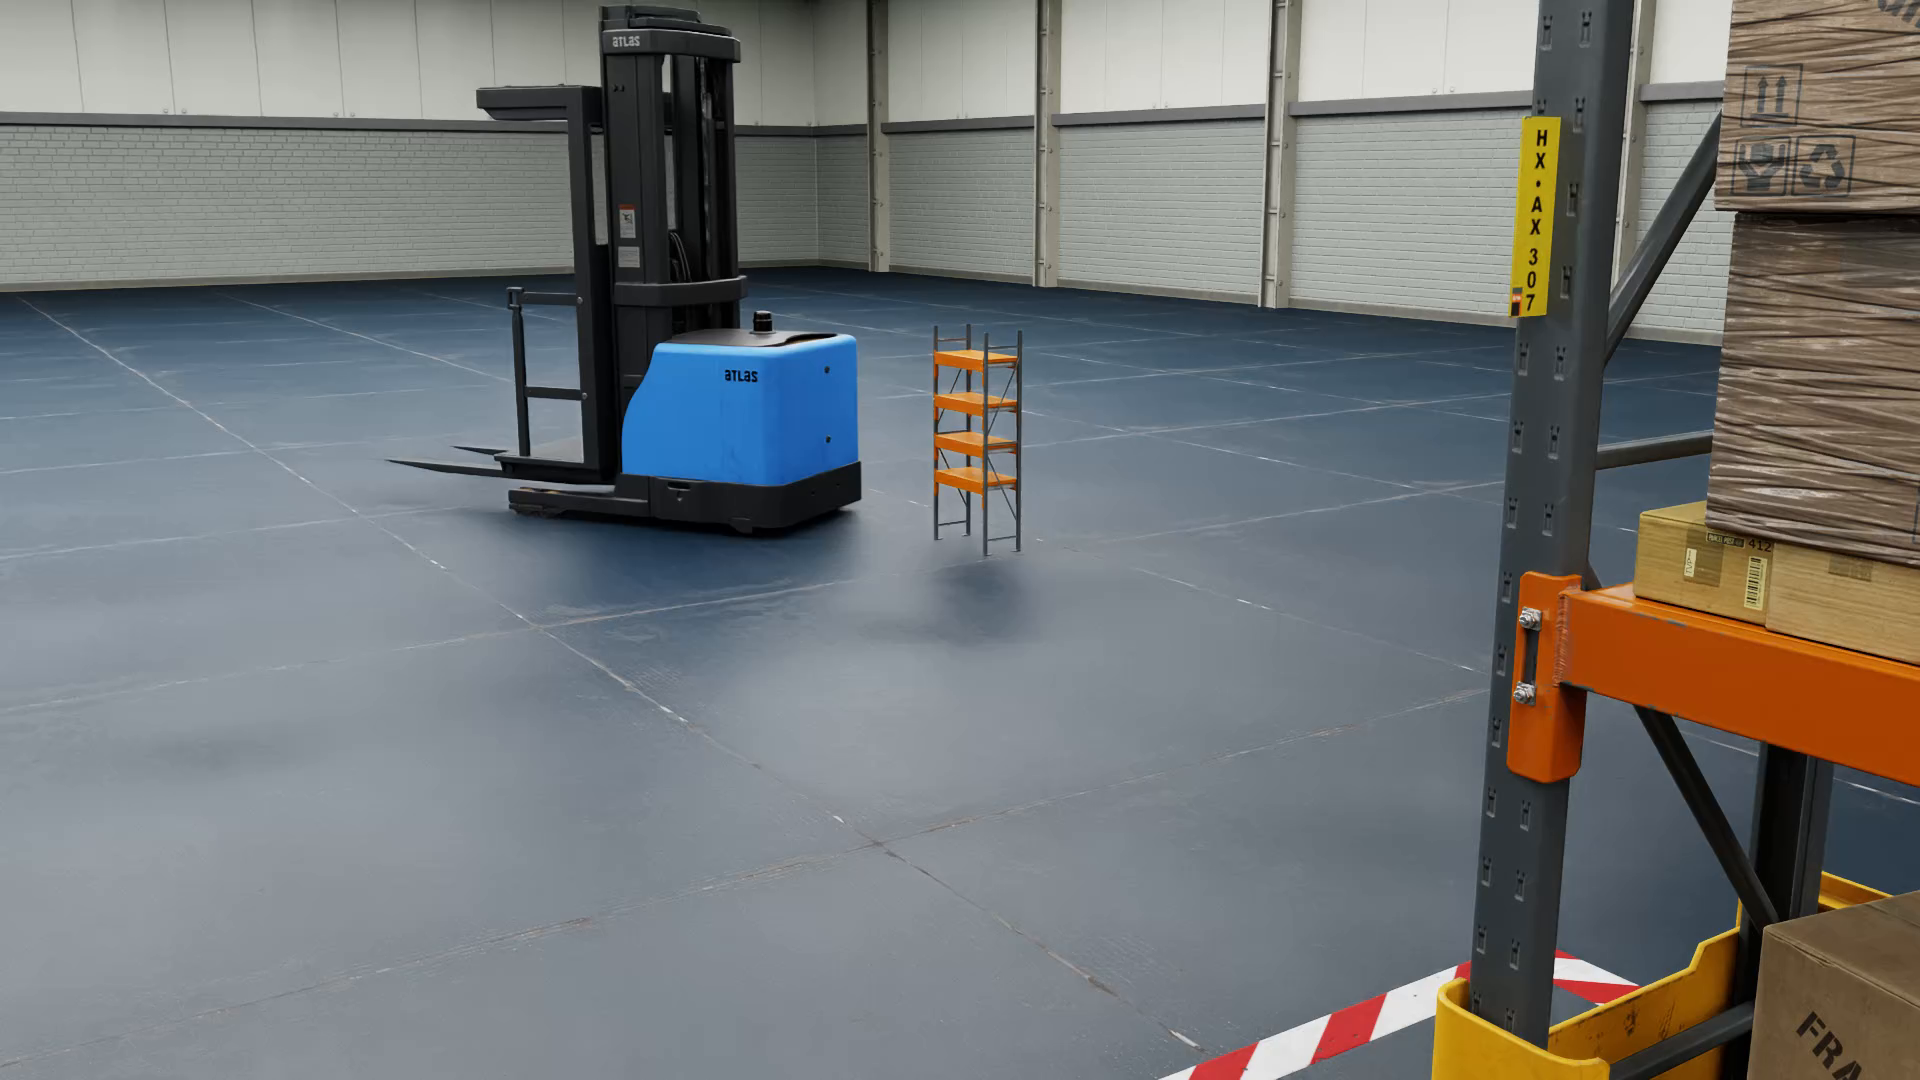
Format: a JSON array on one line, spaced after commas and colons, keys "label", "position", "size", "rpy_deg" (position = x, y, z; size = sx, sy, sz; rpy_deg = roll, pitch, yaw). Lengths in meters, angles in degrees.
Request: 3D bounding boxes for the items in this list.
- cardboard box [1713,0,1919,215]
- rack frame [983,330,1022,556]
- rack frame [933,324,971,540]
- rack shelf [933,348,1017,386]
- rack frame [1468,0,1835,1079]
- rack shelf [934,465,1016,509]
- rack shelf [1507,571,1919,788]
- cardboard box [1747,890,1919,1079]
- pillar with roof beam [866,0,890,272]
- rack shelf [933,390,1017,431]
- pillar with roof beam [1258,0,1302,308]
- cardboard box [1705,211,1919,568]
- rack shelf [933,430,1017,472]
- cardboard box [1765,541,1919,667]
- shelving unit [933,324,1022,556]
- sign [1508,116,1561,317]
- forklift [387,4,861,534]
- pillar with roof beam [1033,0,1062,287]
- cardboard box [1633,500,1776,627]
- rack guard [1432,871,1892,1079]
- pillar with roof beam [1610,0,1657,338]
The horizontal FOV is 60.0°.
[{"label": "cardboard box", "position": [1.488, -0.730, 2.409], "size": [0.500, 0.500, 0.500], "rpy_deg": [-8, 15, -33]}, {"label": "rack frame", "position": [0.227, -0.513, 8.901], "size": [0.240, 1.200, 0.015], "rpy_deg": [-8, 15, -33]}, {"label": "rack frame", "position": [-0.043, -0.600, 9.297], "size": [0.240, 1.200, 0.015], "rpy_deg": [-8, 15, -33]}, {"label": "rack shelf", "position": [0.092, -0.941, 9.015], "size": [0.258, 0.148, 0.480], "rpy_deg": [-8, 15, -33]}, {"label": "rack frame", "position": [1.410, -0.178, 3.153], "size": [1.000, 3.000, 0.127], "rpy_deg": [-8, 15, -33]}, {"label": "rack shelf", "position": [0.092, -0.297, 9.156], "size": [0.258, 0.148, 0.480], "rpy_deg": [-8, 15, -33]}, {"label": "rack shelf", "position": [2.518, 0.529, 1.604], "size": [1.077, 0.370, 4.000], "rpy_deg": [-8, 15, -33]}, {"label": "cardboard box", "position": [1.742, 0.951, 2.859], "size": [0.500, 0.500, 0.500], "rpy_deg": [-5, 13, -22]}, {"label": "pillar with roof beam", "position": [-5.317, -9.671, 32.522], "size": [9.100, 9.000, 0.400], "rpy_deg": [-8, 15, -33]}, {"label": "rack shelf", "position": [0.092, -0.710, 9.066], "size": [0.258, 0.148, 0.480], "rpy_deg": [-8, 15, -33]}, {"label": "pillar with roof beam", "position": [1.332, -7.537, 22.763], "size": [9.100, 9.000, 0.400], "rpy_deg": [-8, 15, -33]}, {"label": "cardboard box", "position": [1.692, -0.271, 2.649], "size": [0.875, 0.500, 0.500], "rpy_deg": [-8, 15, -33]}, {"label": "rack shelf", "position": [0.092, -0.491, 9.113], "size": [0.258, 0.148, 0.480], "rpy_deg": [-8, 15, -33]}, {"label": "cardboard box", "position": [1.492, 0.071, 2.606], "size": [0.380, 0.149, 0.250], "rpy_deg": [-8, 15, -33]}, {"label": "shelving unit", "position": [0.092, -0.557, 9.099], "size": [0.258, 1.200, 0.503], "rpy_deg": [-8, 15, -33]}, {"label": "sign", "position": [0.958, -0.536, 2.767], "size": [0.100, 0.325, 0.005], "rpy_deg": [-8, 15, -33]}, {"label": "forklift", "position": [-2.163, -1.657, 10.078], "size": [3.031, 2.935, 1.130], "rpy_deg": [6, 14, 24]}, {"label": "pillar with roof beam", "position": [-1.992, -8.604, 27.643], "size": [9.100, 9.000, 0.400], "rpy_deg": [-8, 15, -33]}, {"label": "cardboard box", "position": [1.369, 0.024, 2.819], "size": [0.380, 0.149, 0.250], "rpy_deg": [-8, 15, -33]}, {"label": "rack guard", "position": [1.452, 1.057, 3.359], "size": [1.175, 0.500, 0.348], "rpy_deg": [-8, 15, -33]}, {"label": "pillar with roof beam", "position": [4.656, -6.470, 17.883], "size": [9.100, 9.000, 0.400], "rpy_deg": [-8, 15, -33]}]
